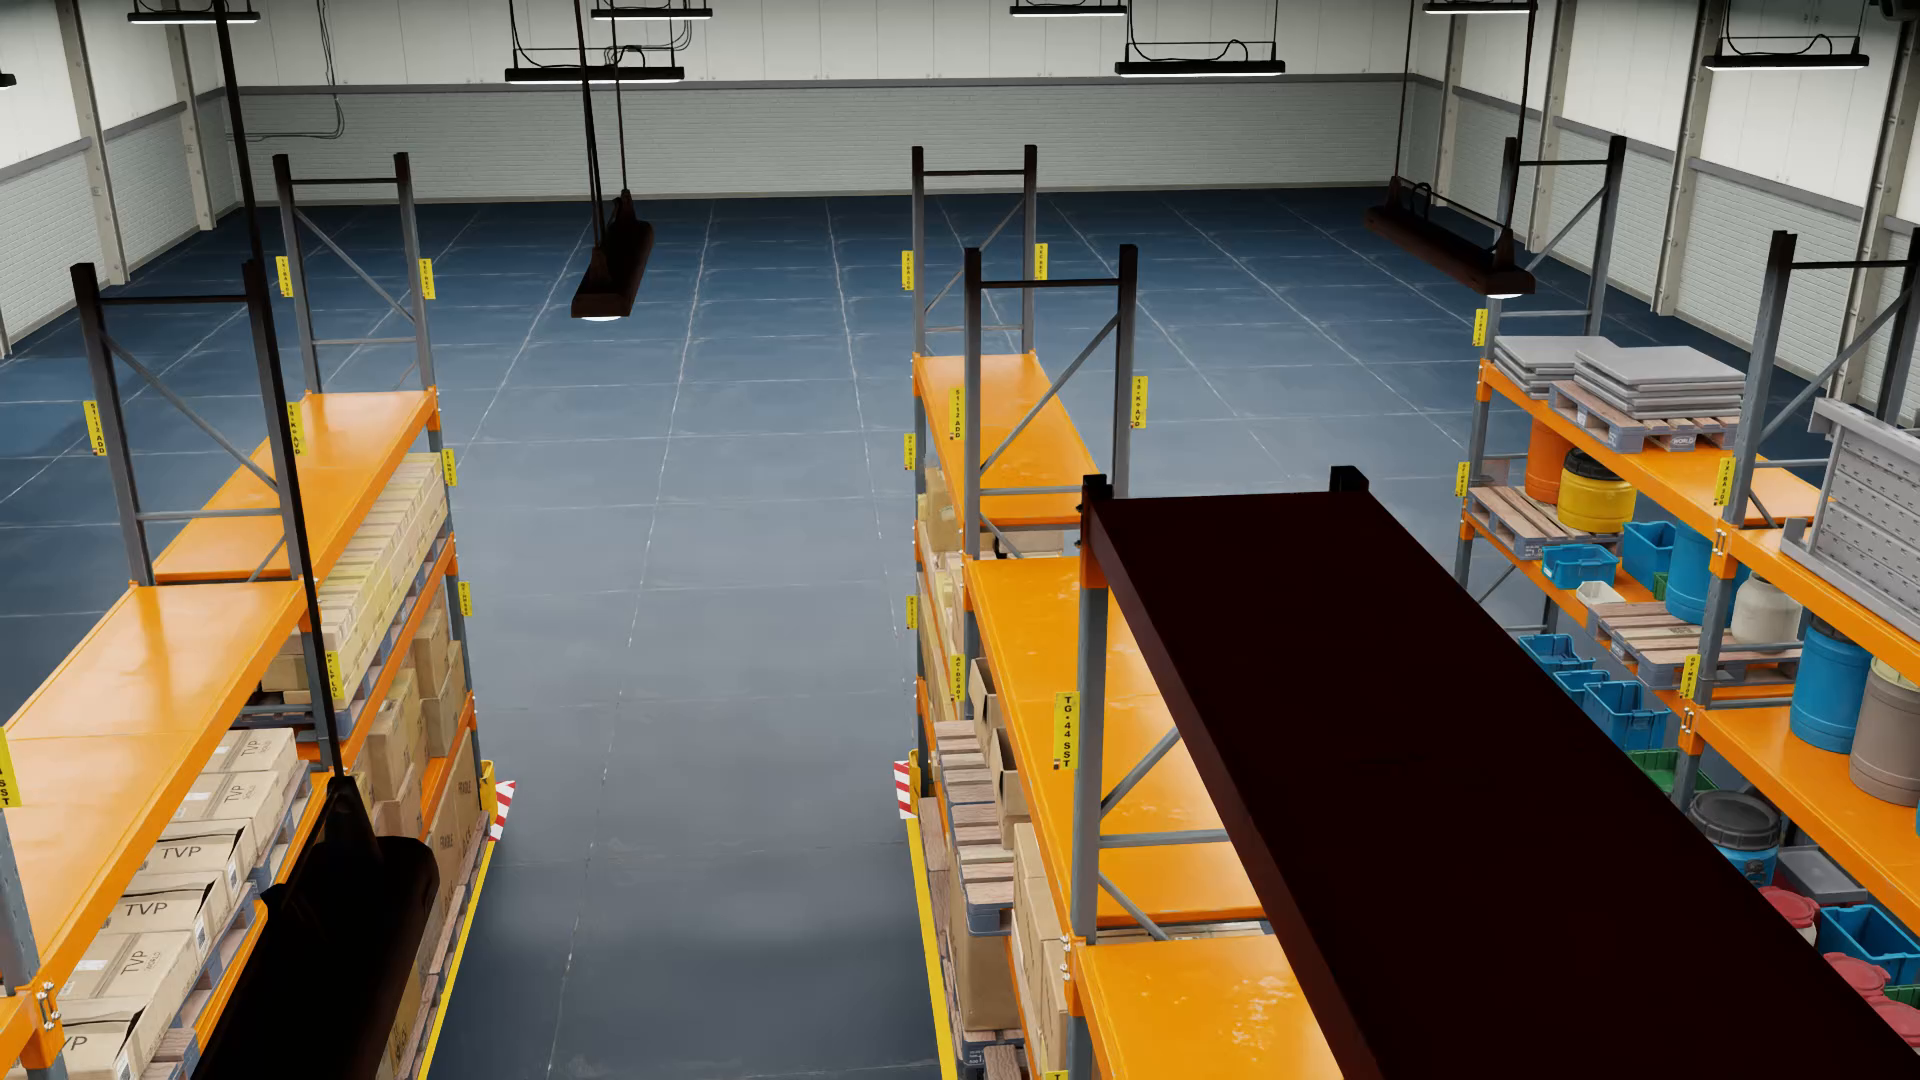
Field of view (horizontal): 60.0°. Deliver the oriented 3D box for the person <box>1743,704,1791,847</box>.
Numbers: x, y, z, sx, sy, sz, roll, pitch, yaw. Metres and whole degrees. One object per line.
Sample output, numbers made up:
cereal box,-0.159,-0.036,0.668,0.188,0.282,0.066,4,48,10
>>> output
person,7.037,2.050,14.105,0.667,1.760,0.769,-8,23,-20
